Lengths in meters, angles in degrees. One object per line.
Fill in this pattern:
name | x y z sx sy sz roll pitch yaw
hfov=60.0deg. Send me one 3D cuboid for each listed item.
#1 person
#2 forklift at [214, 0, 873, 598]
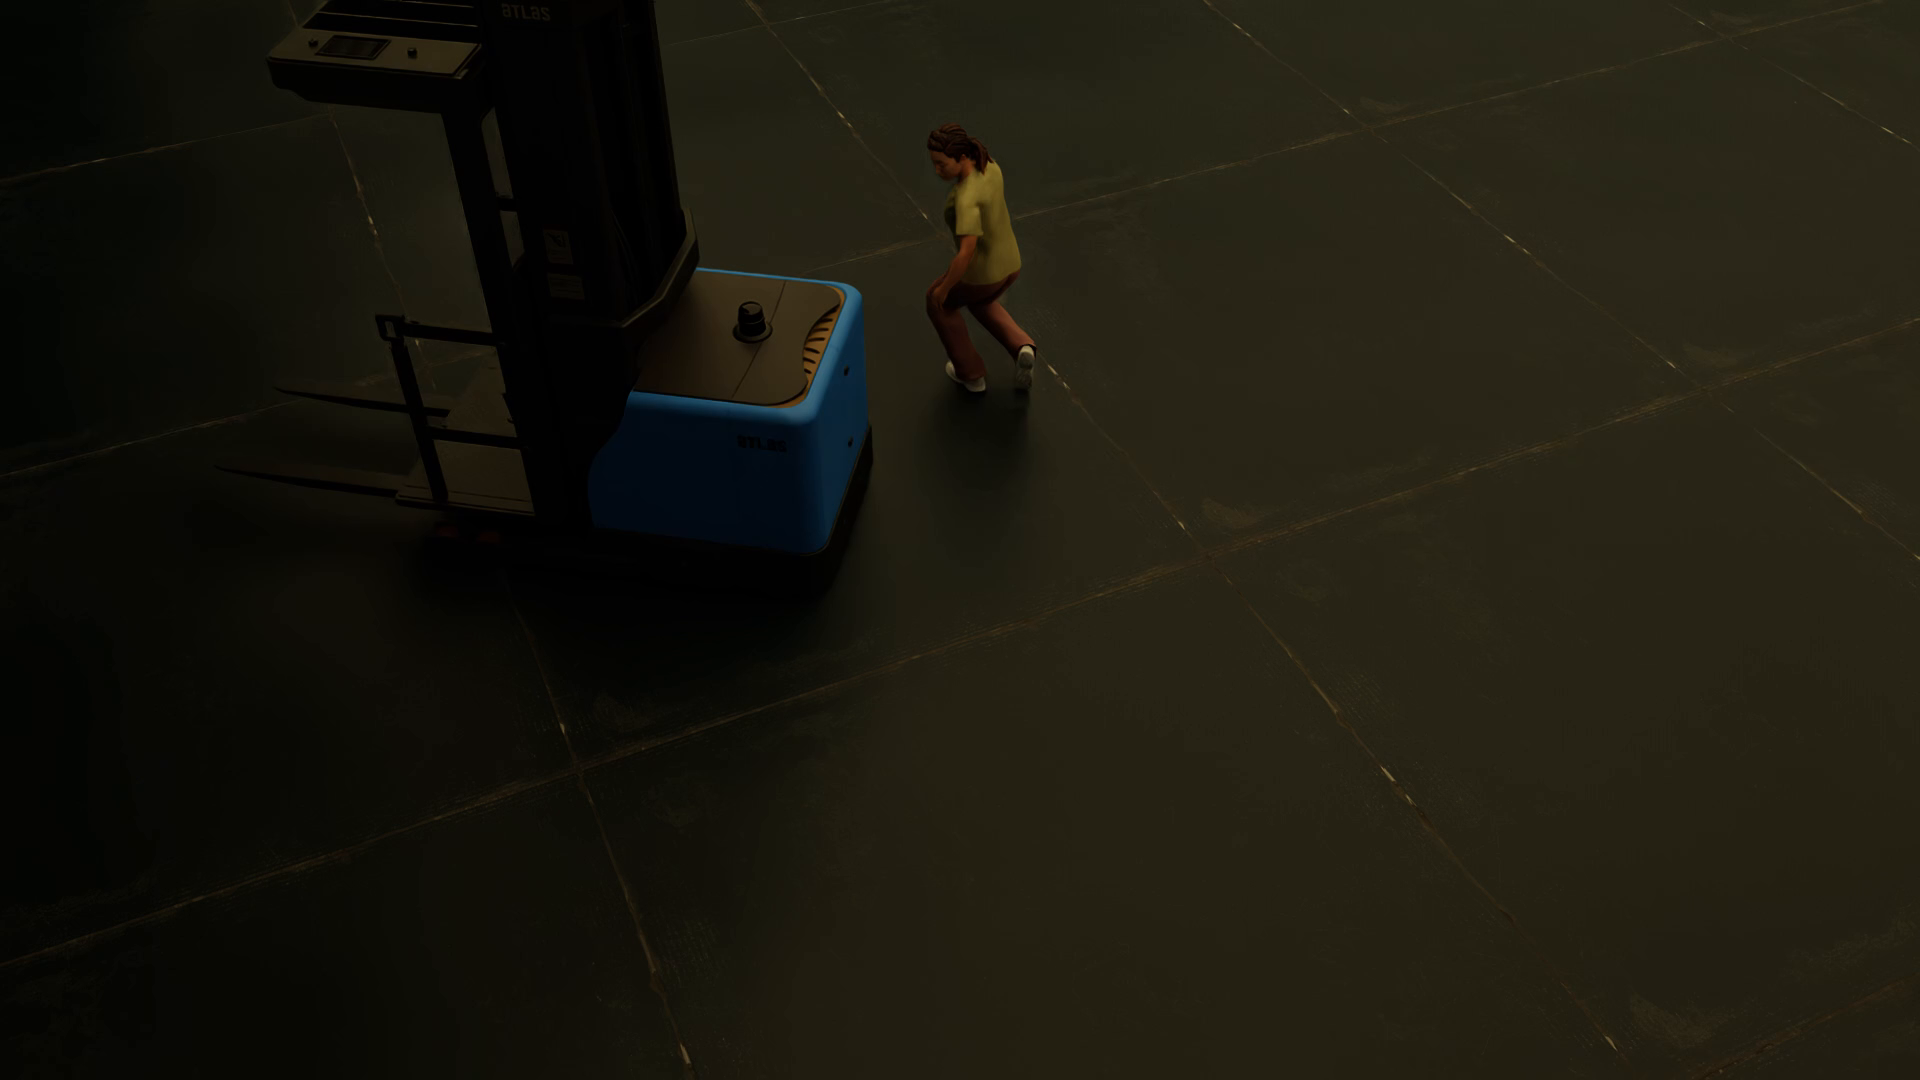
person | 0.115 -1.379 8.248 0.631 1.472 0.740 26 49 25
forklift | -1.993 -1.301 7.074 3.031 2.935 1.130 7 43 8
